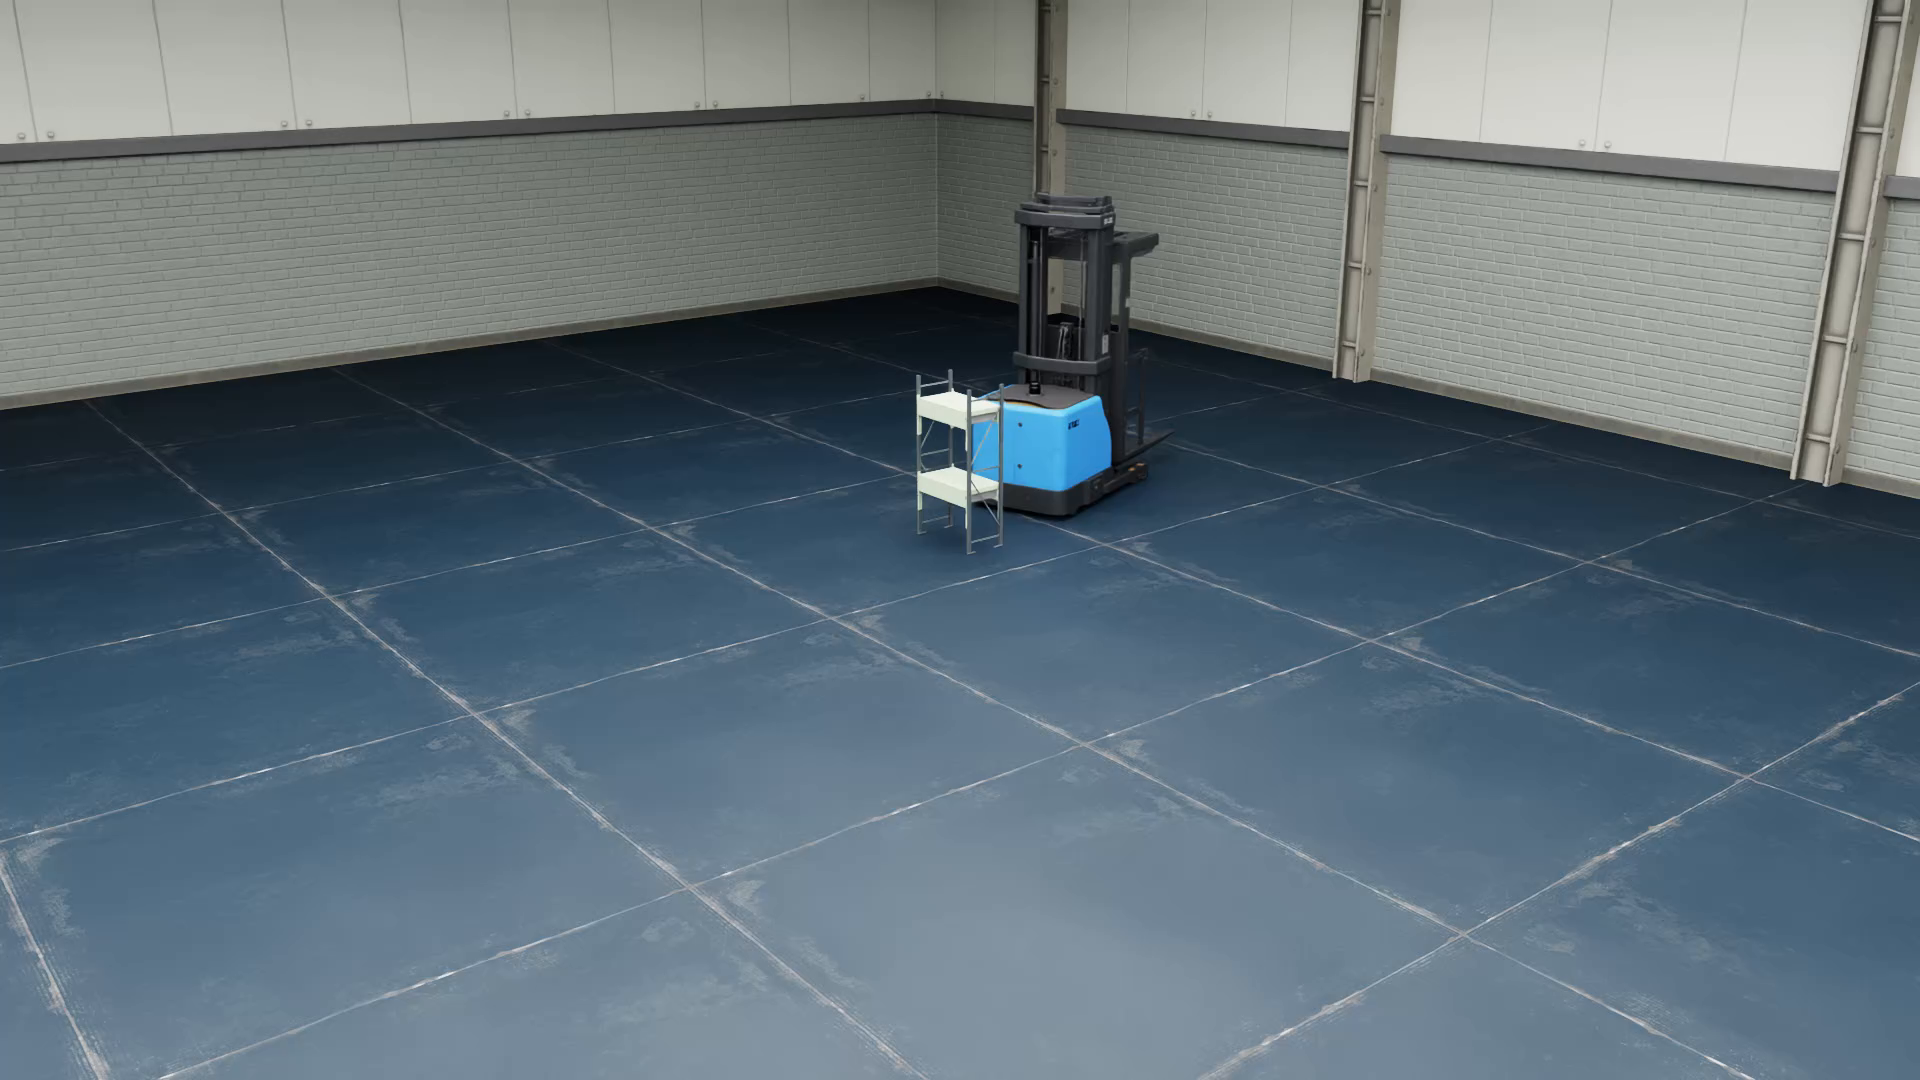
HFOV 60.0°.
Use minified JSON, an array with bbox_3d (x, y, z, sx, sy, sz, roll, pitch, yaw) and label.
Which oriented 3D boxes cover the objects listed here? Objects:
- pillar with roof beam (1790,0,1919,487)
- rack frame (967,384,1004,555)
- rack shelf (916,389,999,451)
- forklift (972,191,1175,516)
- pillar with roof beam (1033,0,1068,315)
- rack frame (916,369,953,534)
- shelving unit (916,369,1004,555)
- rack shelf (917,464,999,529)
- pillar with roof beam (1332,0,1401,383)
[{"bbox_3d":[5.434,-4.050,13.166,9.100,9.000,0.400,-14,23,-36],"label":"pillar with roof beam"},{"bbox_3d":[0.223,-0.623,14.747,0.400,1.500,0.023,-14,23,-36],"label":"rack frame"},{"bbox_3d":[-0.004,-1.084,14.897,0.431,0.370,0.720,-14,23,-36],"label":"rack shelf"},{"bbox_3d":[1.291,-2.033,16.726,1.130,2.935,3.031,11,21,29],"label":"forklift"},{"bbox_3d":[-2.017,-7.007,22.096,9.100,9.000,0.400,-14,23,-36],"label":"pillar with roof beam"},{"bbox_3d":[-0.231,-0.804,15.292,0.400,1.500,0.023,-14,23,-36],"label":"rack frame"},{"bbox_3d":[-0.004,-0.714,15.019,0.431,1.500,0.755,-14,23,-36],"label":"shelving unit"},{"bbox_3d":[-0.004,-0.404,15.122,0.431,0.370,0.720,-14,23,-36],"label":"rack shelf"},{"bbox_3d":[1.708,-5.529,17.631,9.100,9.000,0.400,-14,23,-36],"label":"pillar with roof beam"}]
